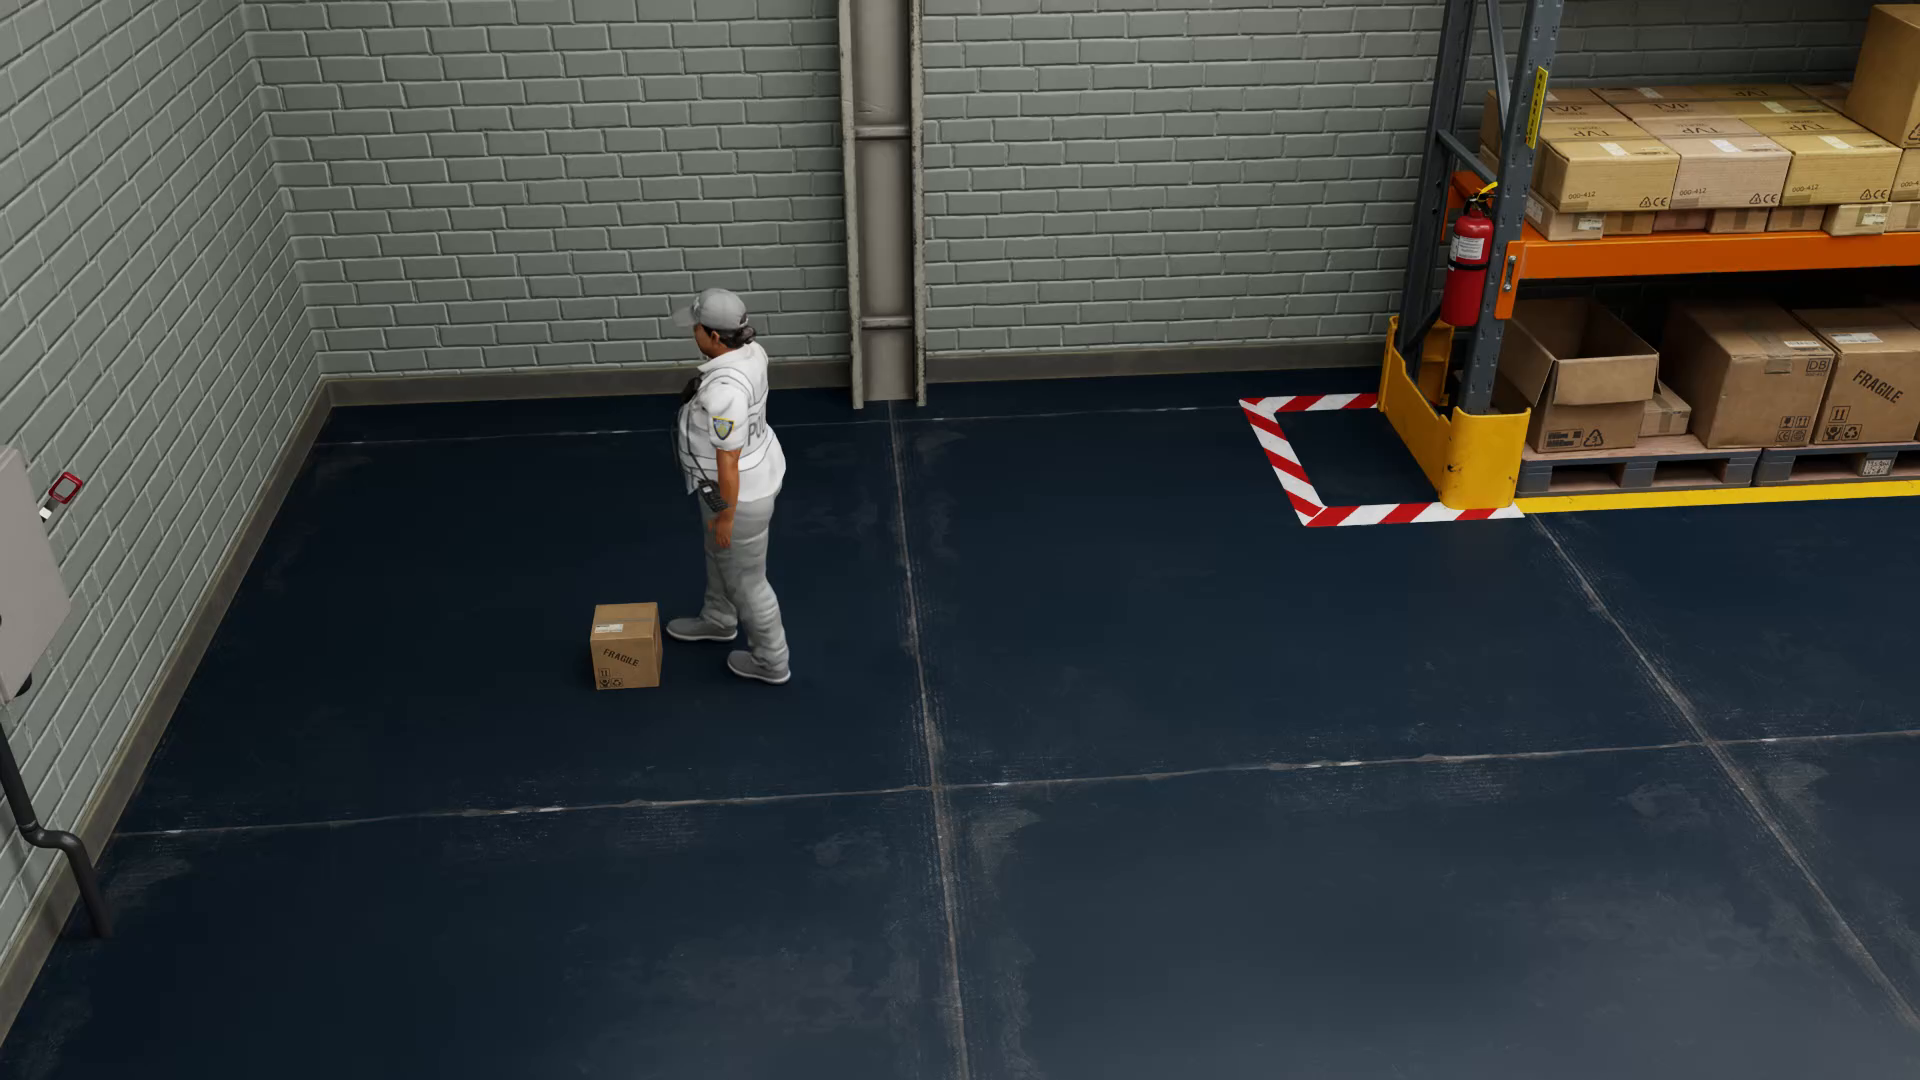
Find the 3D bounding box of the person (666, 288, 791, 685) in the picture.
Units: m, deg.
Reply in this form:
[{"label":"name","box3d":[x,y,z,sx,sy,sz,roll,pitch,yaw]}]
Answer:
[{"label":"person","box3d":[-0.968,-0.205,6.463,0.584,1.657,0.481,3,31,5]}]
